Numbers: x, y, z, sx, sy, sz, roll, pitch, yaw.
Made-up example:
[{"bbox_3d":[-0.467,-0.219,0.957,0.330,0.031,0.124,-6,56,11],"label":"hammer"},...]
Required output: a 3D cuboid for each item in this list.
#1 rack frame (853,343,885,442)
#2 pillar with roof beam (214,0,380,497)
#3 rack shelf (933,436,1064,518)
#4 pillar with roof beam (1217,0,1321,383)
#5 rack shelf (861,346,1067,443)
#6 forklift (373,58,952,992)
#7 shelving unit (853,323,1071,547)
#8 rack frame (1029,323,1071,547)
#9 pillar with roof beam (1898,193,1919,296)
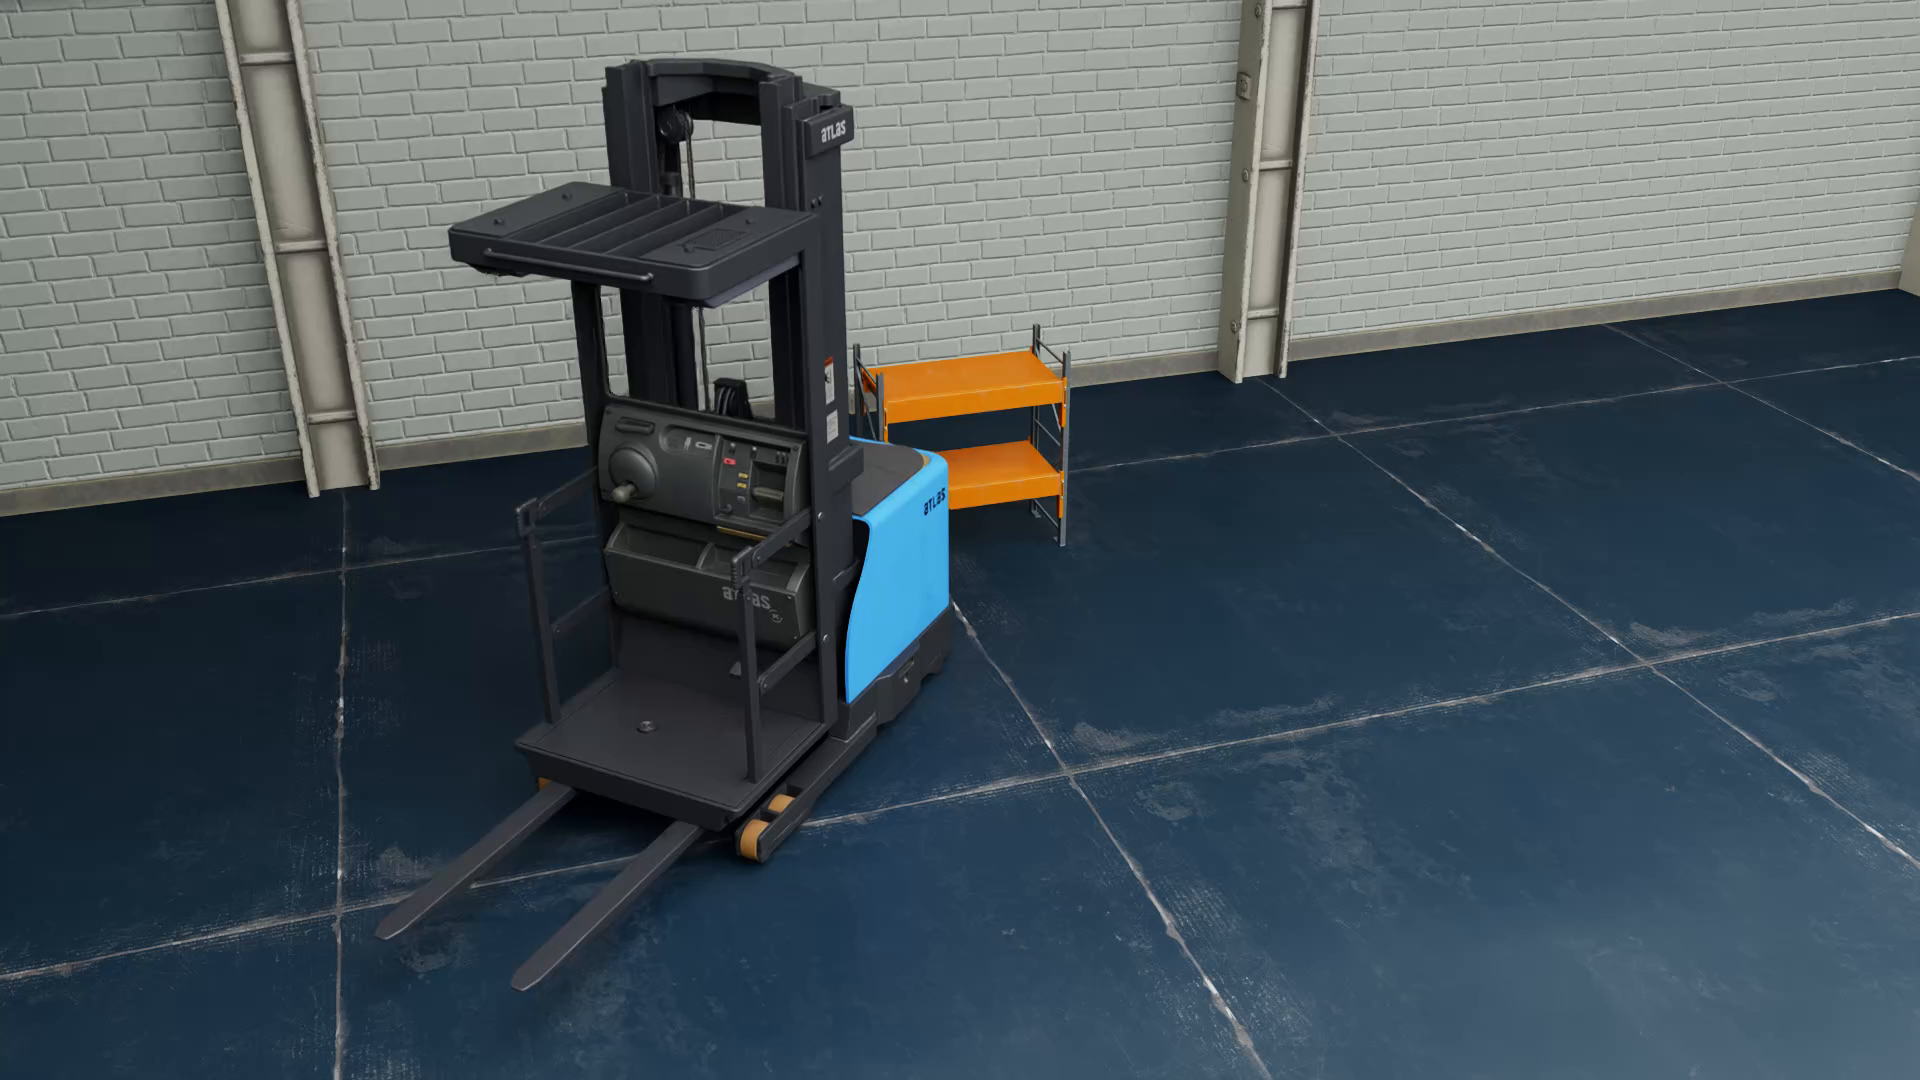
[{"bbox_3d":[-0.477,-0.435,8.861,0.032,1.125,0.500,-8,28,-16],"label":"rack frame"},{"bbox_3d":[-2.343,-2.552,4.270,0.400,9.000,9.100,-8,28,-16],"label":"pillar with roof beam"},{"bbox_3d":[0.006,-0.286,9.110,1.000,0.278,0.538,-8,28,-16],"label":"rack shelf"},{"bbox_3d":[3.362,-3.378,5.935,0.400,9.000,9.100,-8,28,-16],"label":"pillar with roof beam"},{"bbox_3d":[0.006,-0.767,8.872,1.000,0.278,0.538,-8,28,-16],"label":"rack shelf"},{"bbox_3d":[-1.133,-0.249,6.455,1.130,2.935,3.031,12,29,23],"label":"forklift"},{"bbox_3d":[0.006,-0.505,9.002,1.048,1.125,0.538,-8,28,-16],"label":"shelving unit"},{"bbox_3d":[0.490,-0.575,9.143,0.032,1.125,0.500,-8,28,-16],"label":"rack frame"},{"bbox_3d":[9.067,-4.204,7.599,0.400,9.000,9.100,-8,28,-16],"label":"pillar with roof beam"}]
